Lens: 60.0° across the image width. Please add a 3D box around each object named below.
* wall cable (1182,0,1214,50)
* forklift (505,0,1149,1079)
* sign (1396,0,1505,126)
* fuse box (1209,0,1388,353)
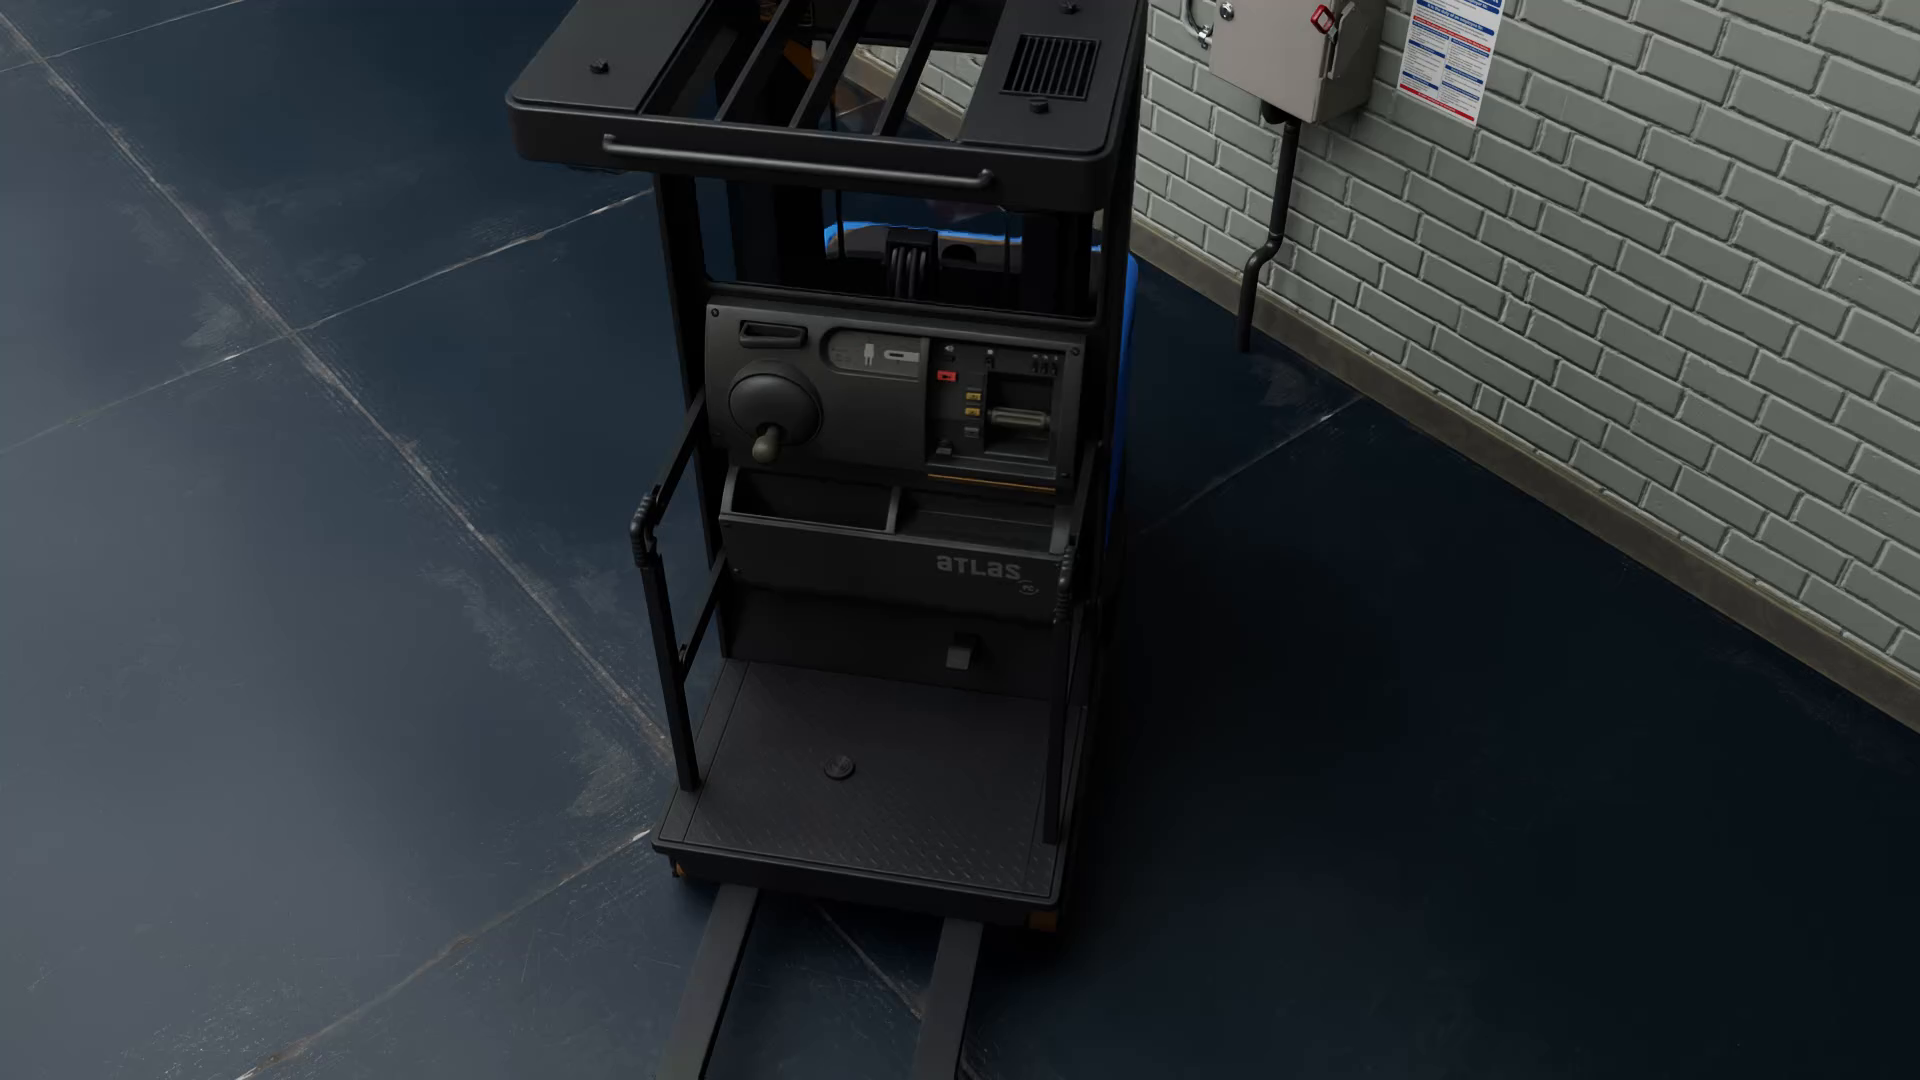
[{"bbox_3d":[0.785,-2.618,5.604,0.122,1.984,0.588,-30,51,-28],"label":"wall cable"},{"bbox_3d":[-0.201,-0.263,3.889,1.130,2.935,3.031,7,44,7],"label":"forklift"},{"bbox_3d":[1.578,-1.617,5.350,0.001,0.494,0.329,-30,51,-28],"label":"sign"},{"bbox_3d":[1.102,-1.350,5.938,0.414,1.711,0.539,-30,51,-28],"label":"fuse box"}]
